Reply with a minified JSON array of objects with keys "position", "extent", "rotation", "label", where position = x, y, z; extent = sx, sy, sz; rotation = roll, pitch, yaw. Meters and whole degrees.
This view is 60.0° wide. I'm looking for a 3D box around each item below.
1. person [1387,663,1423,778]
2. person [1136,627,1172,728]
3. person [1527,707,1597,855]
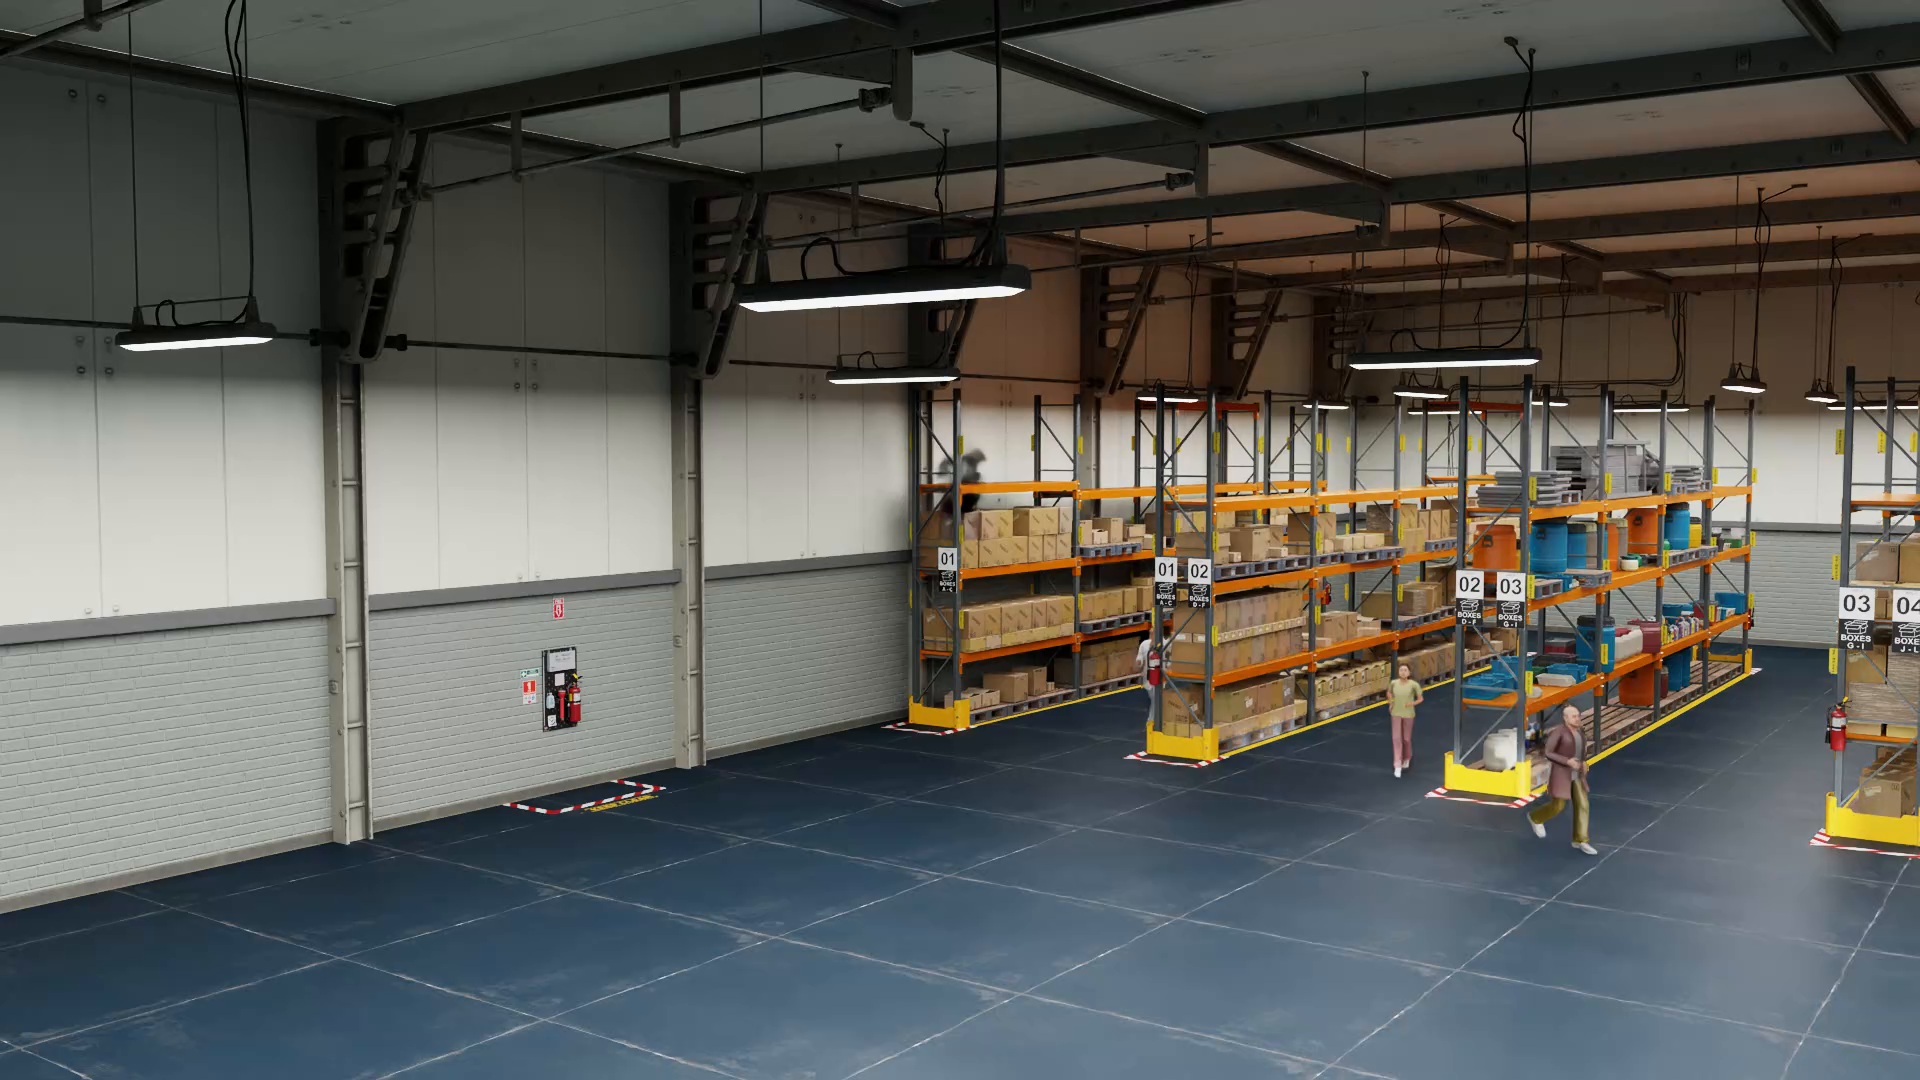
[{"position":[6.779,2.718,25.384],"extent":[0.564,1.702,0.817],"rotation":[1,4,23],"label":"person"},{"position":[3.502,2.515,29.683],"extent":[0.690,1.577,1.042],"rotation":[2,4,31],"label":"person"},{"position":[7.490,2.937,20.638],"extent":[0.691,1.761,1.042],"rotation":[-1,4,-23],"label":"person"}]
